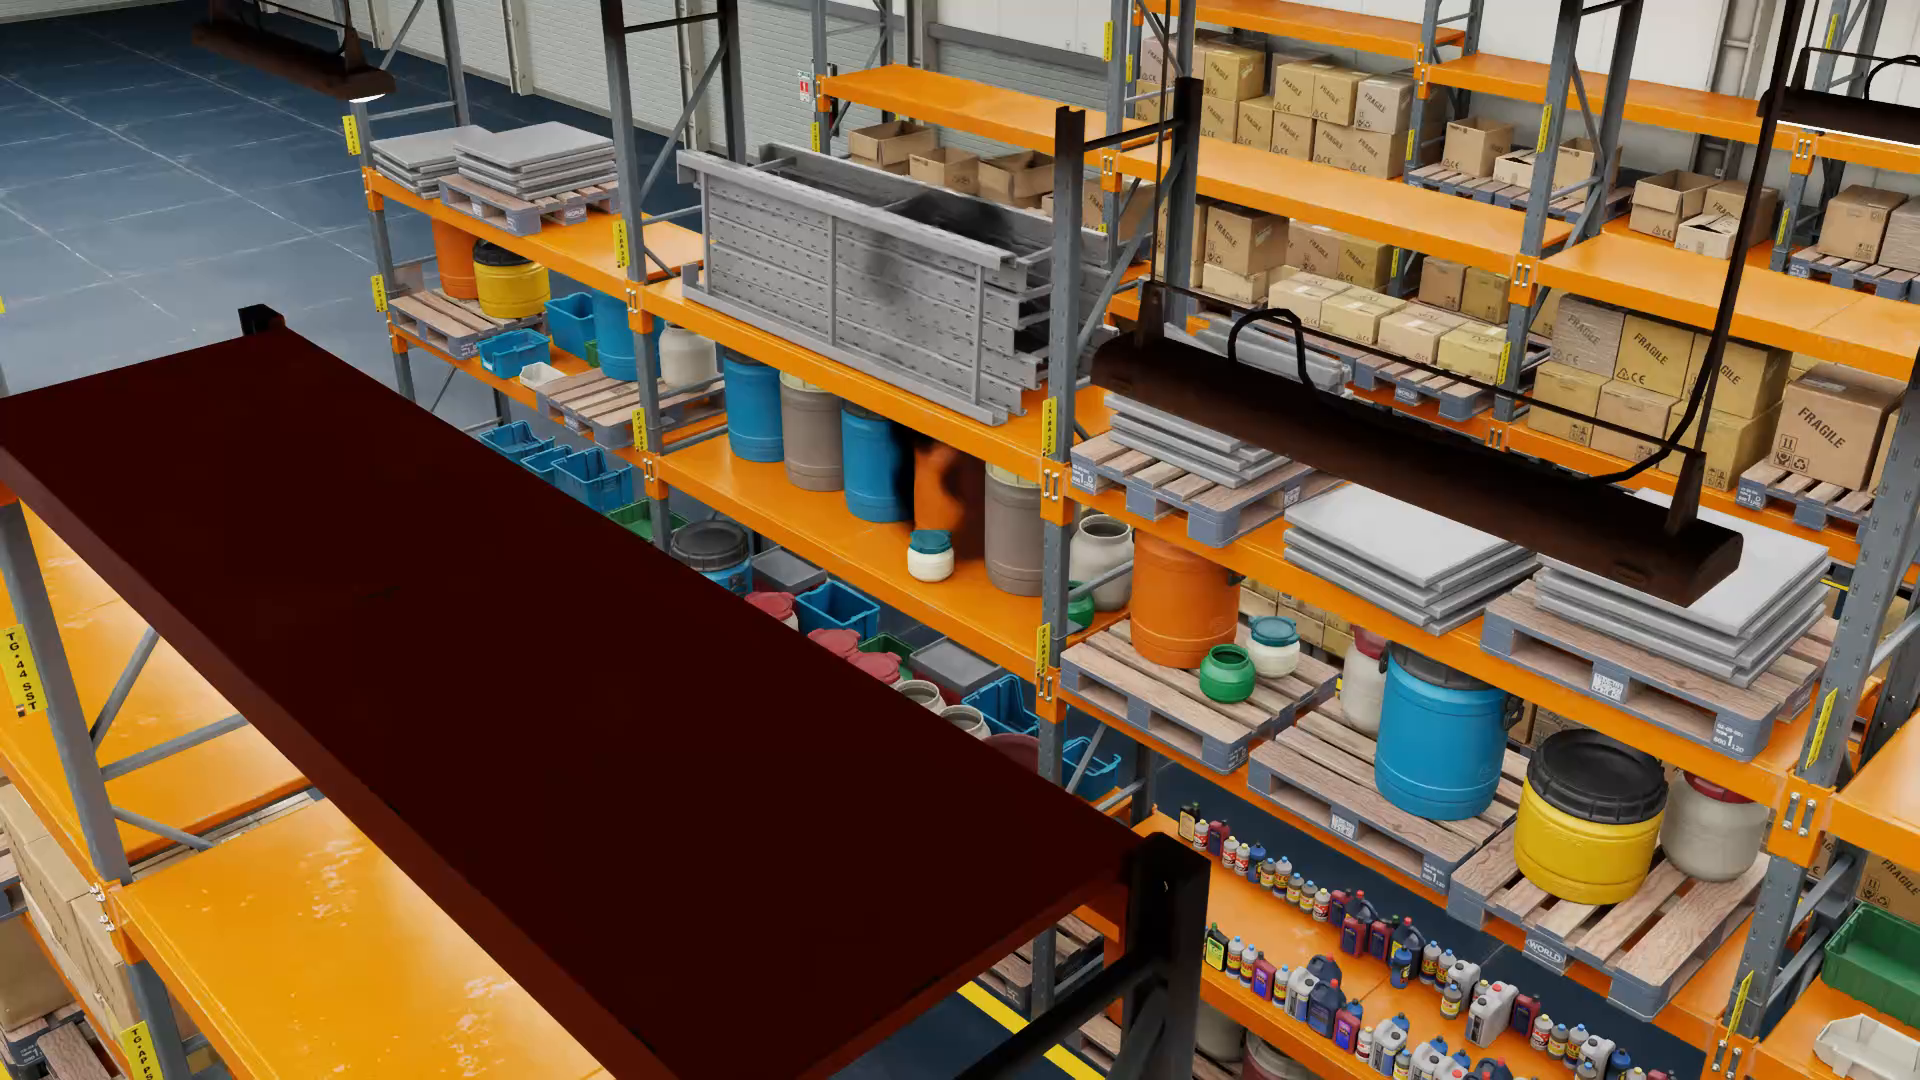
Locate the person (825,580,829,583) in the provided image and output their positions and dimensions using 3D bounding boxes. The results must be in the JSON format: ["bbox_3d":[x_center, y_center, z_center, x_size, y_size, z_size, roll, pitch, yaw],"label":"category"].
[{"bbox_3d":[-1.419,0.034,15.089,0.564,1.627,0.571,17,32,28],"label":"person"}]
